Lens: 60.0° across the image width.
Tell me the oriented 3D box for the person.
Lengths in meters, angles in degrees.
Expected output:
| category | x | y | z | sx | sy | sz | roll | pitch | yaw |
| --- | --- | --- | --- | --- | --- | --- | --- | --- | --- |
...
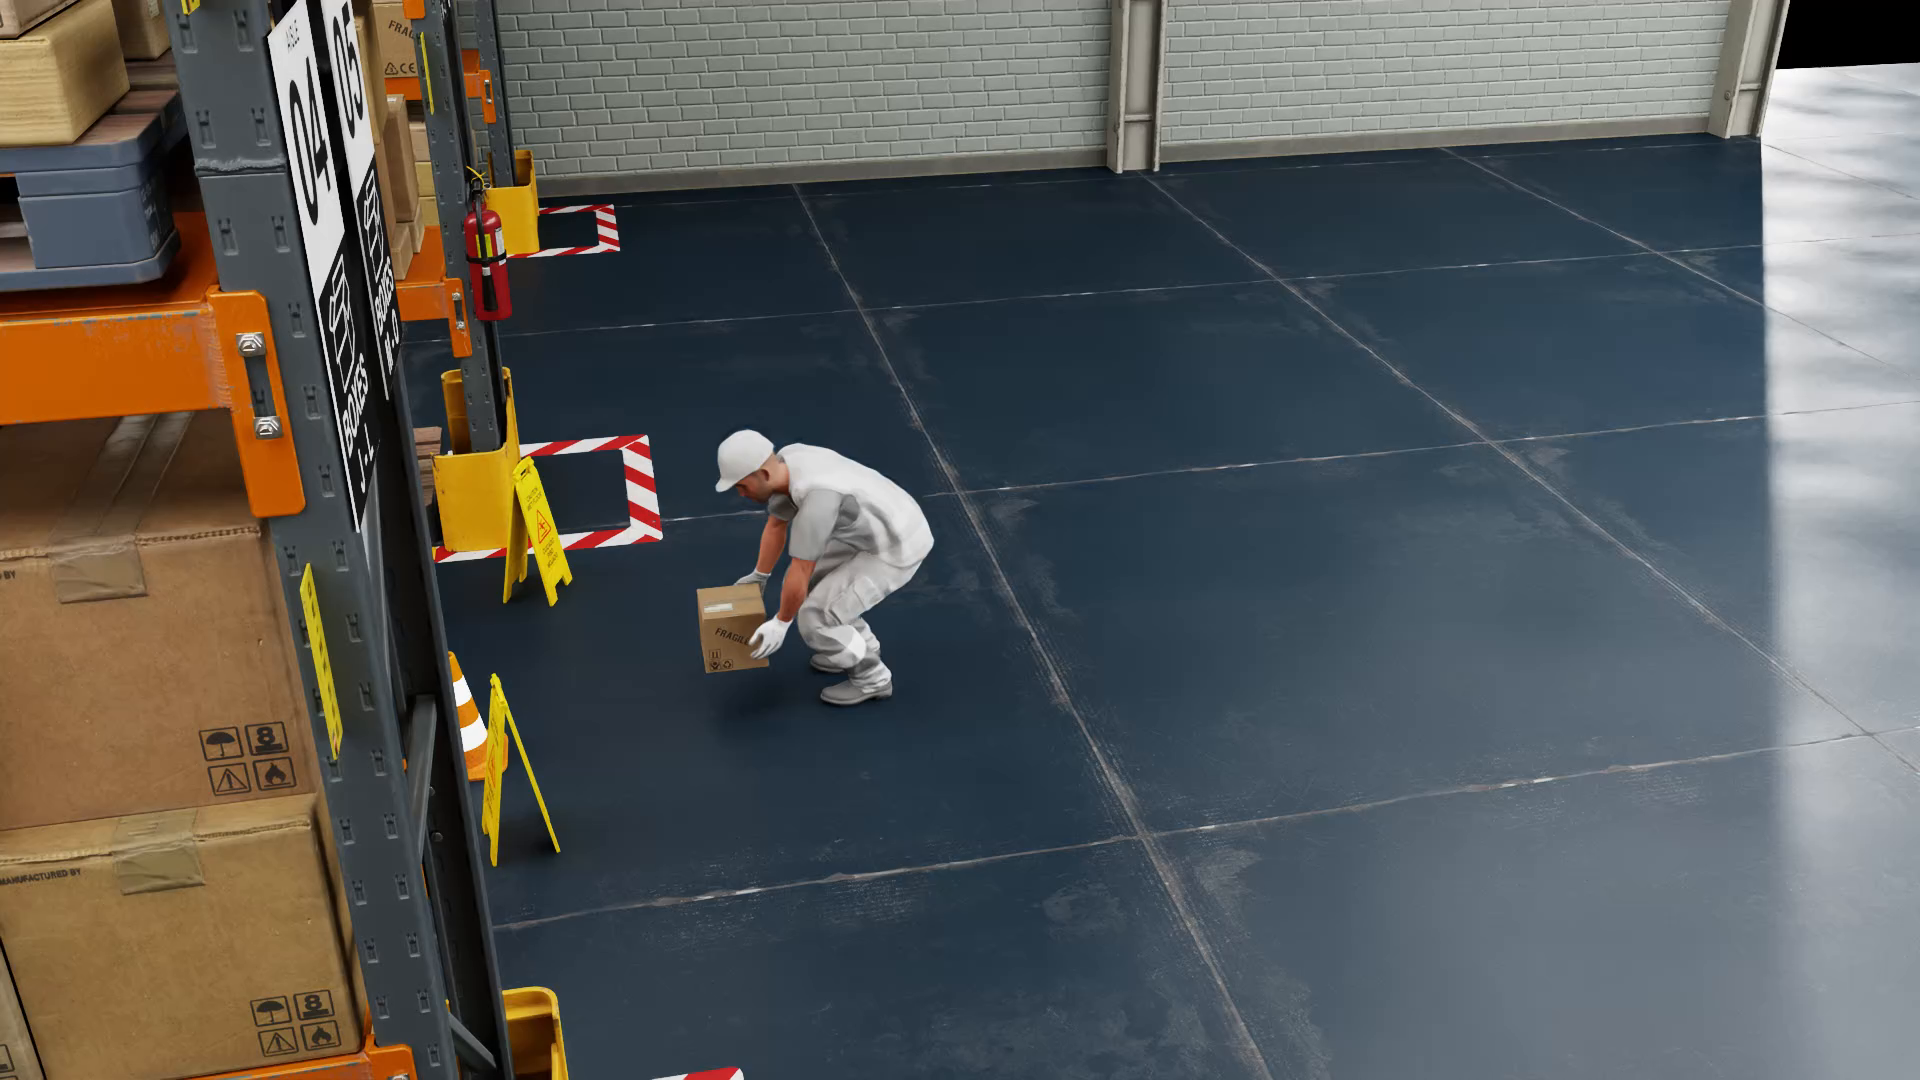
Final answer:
| category | x | y | z | sx | sy | sz | roll | pitch | yaw |
| --- | --- | --- | --- | --- | --- | --- | --- | --- | --- |
| person | -0.523 | 0.086 | 6.594 | 0.845 | 1.186 | 0.586 | -6 | 27 | -12 |
